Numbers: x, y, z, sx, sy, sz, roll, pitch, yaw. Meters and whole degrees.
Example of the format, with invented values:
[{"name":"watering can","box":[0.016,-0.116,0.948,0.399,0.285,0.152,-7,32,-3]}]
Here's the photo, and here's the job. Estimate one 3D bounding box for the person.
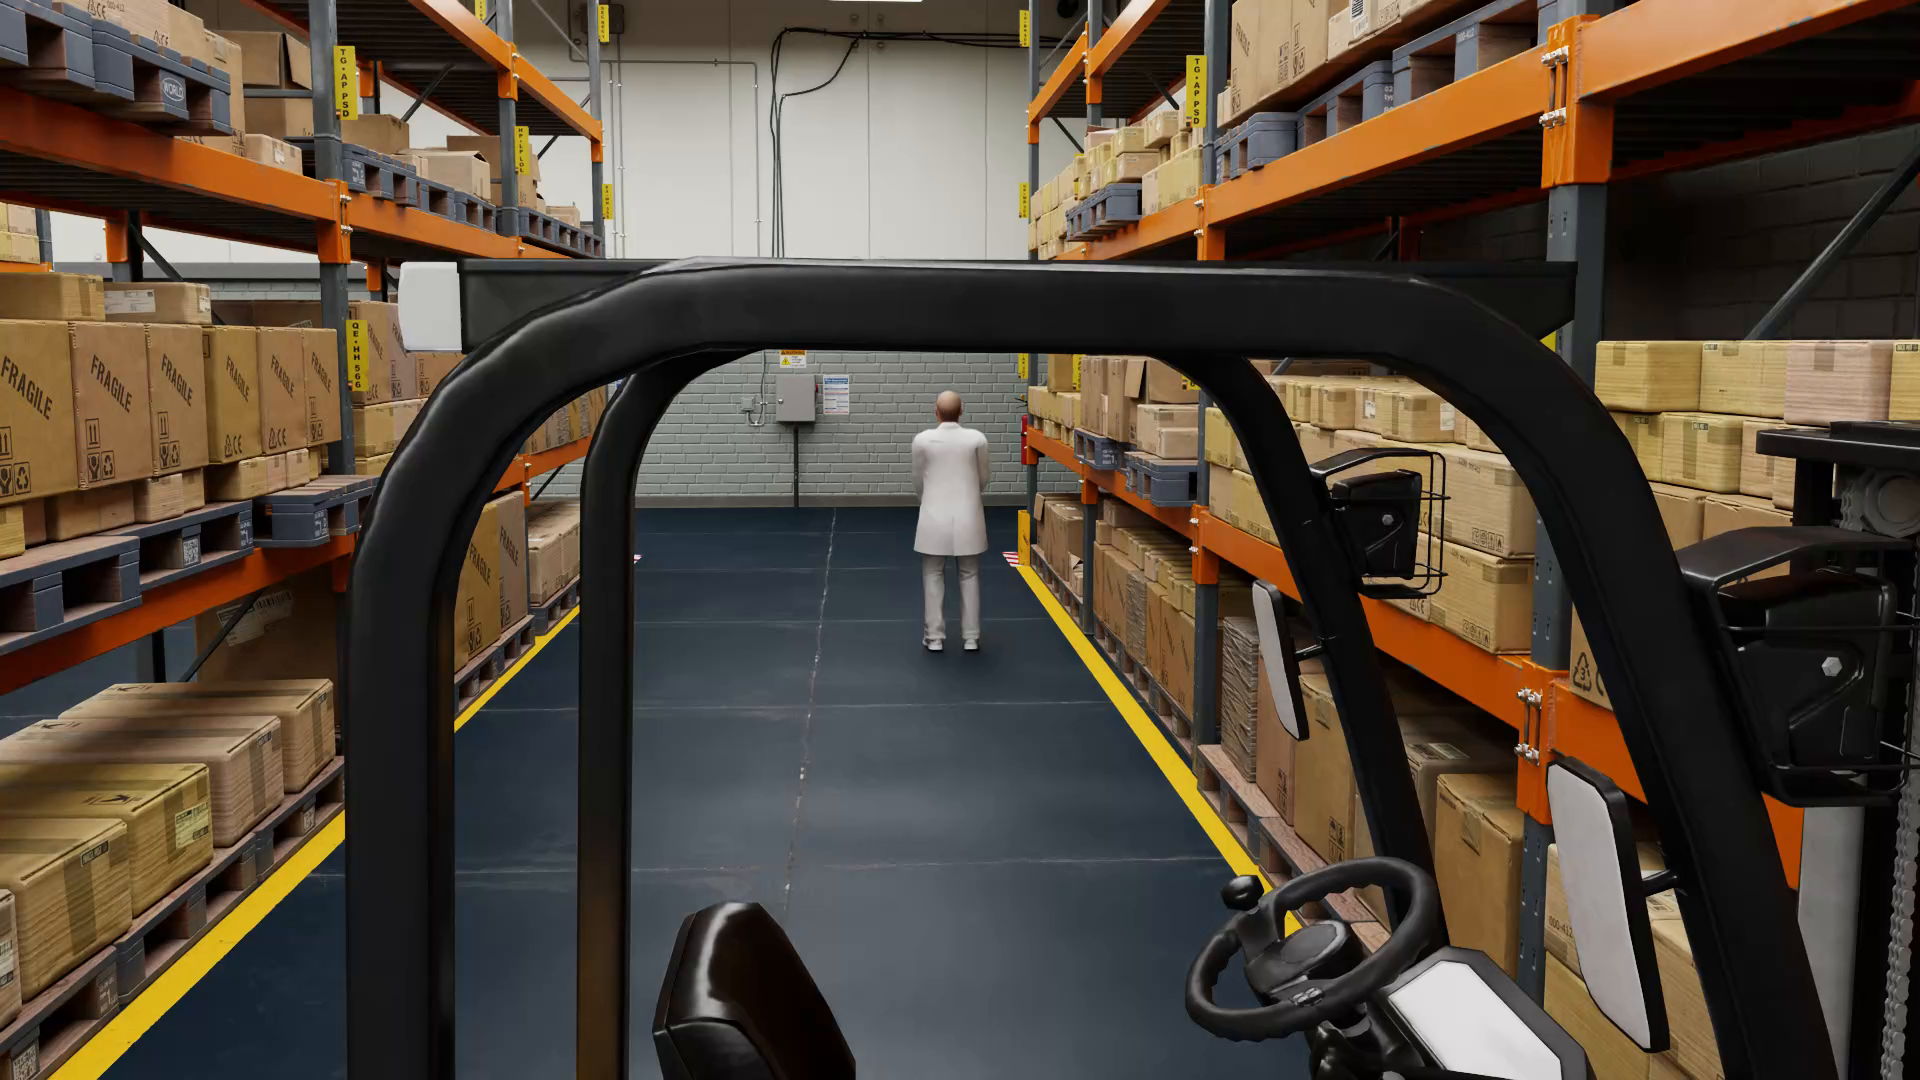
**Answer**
[{"name":"person","box":[-0.070,-0.136,11.448,0.593,1.777,0.424,-1,7,-5]}]
